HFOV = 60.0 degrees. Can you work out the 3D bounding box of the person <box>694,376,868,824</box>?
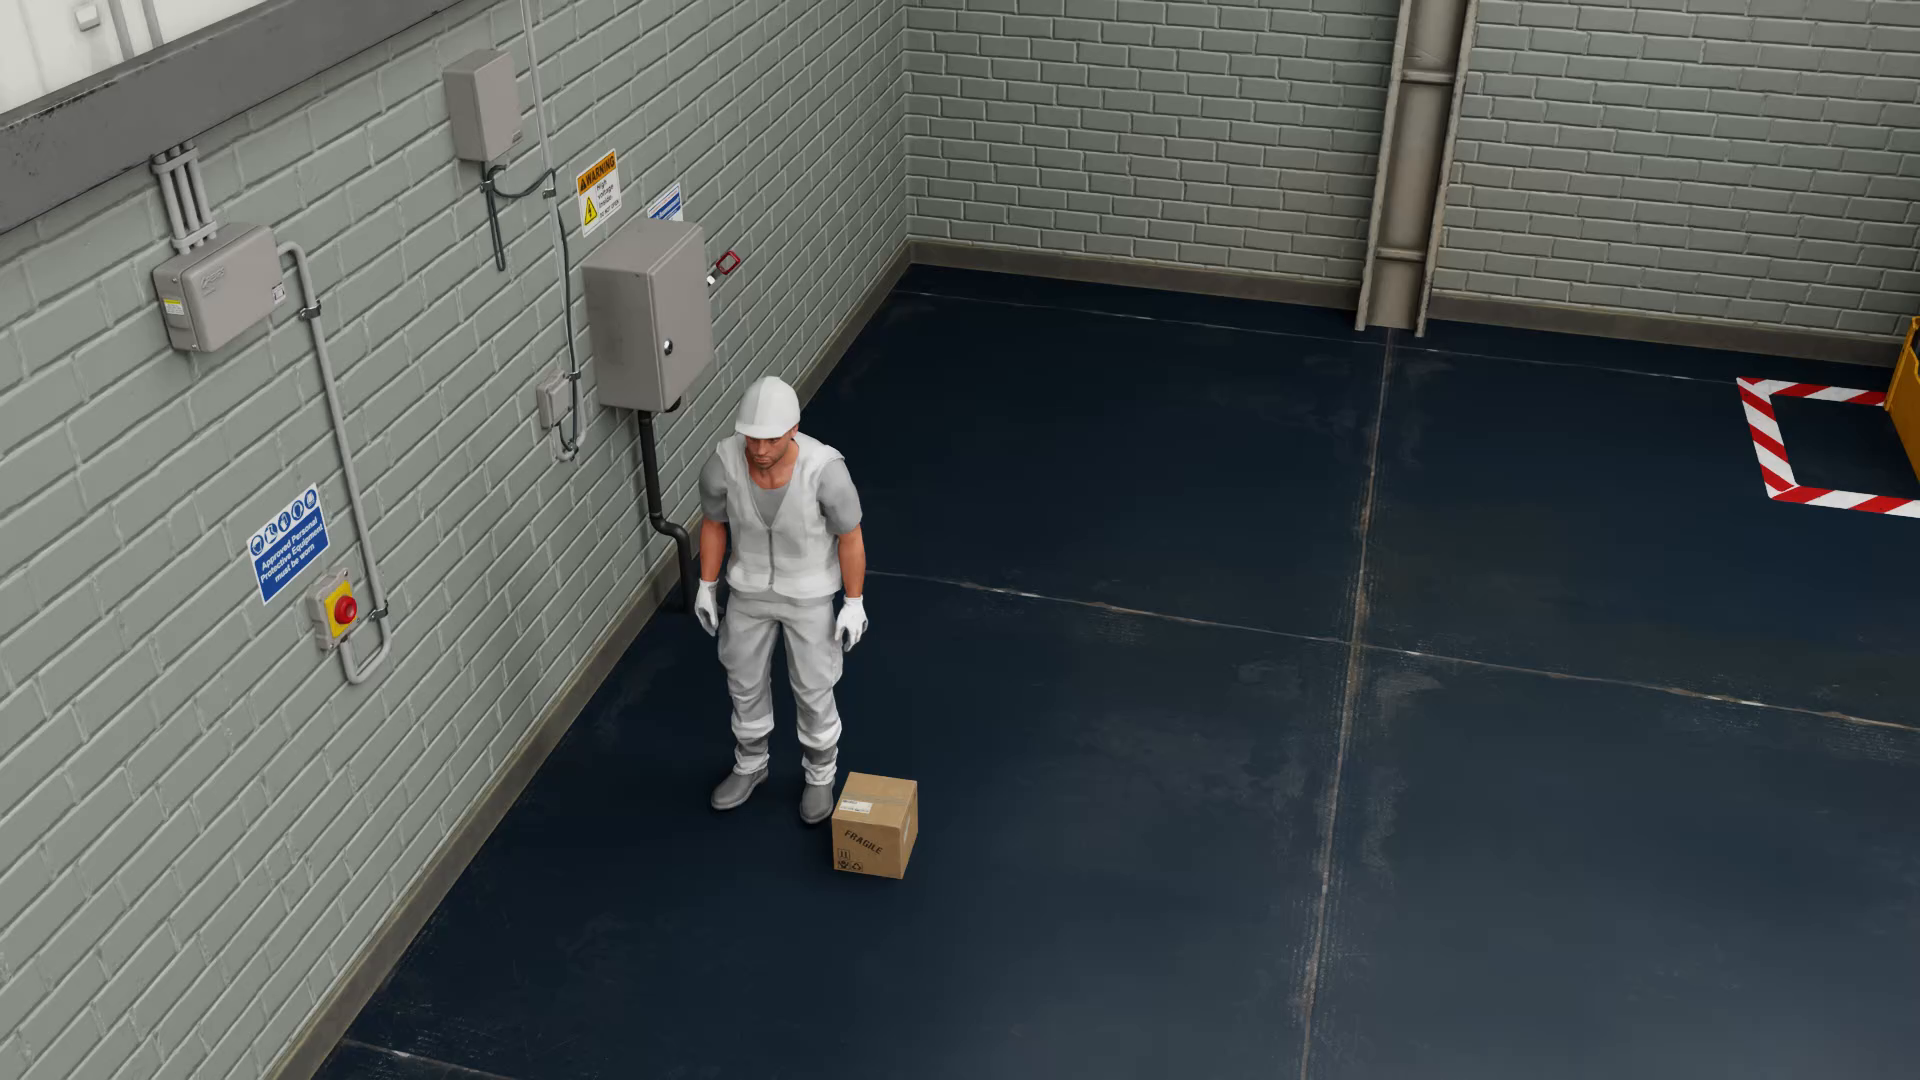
[{"bbox_3d":[-0.625,0.211,5.793,0.618,1.779,0.451,6,33,10],"label":"person"}]
